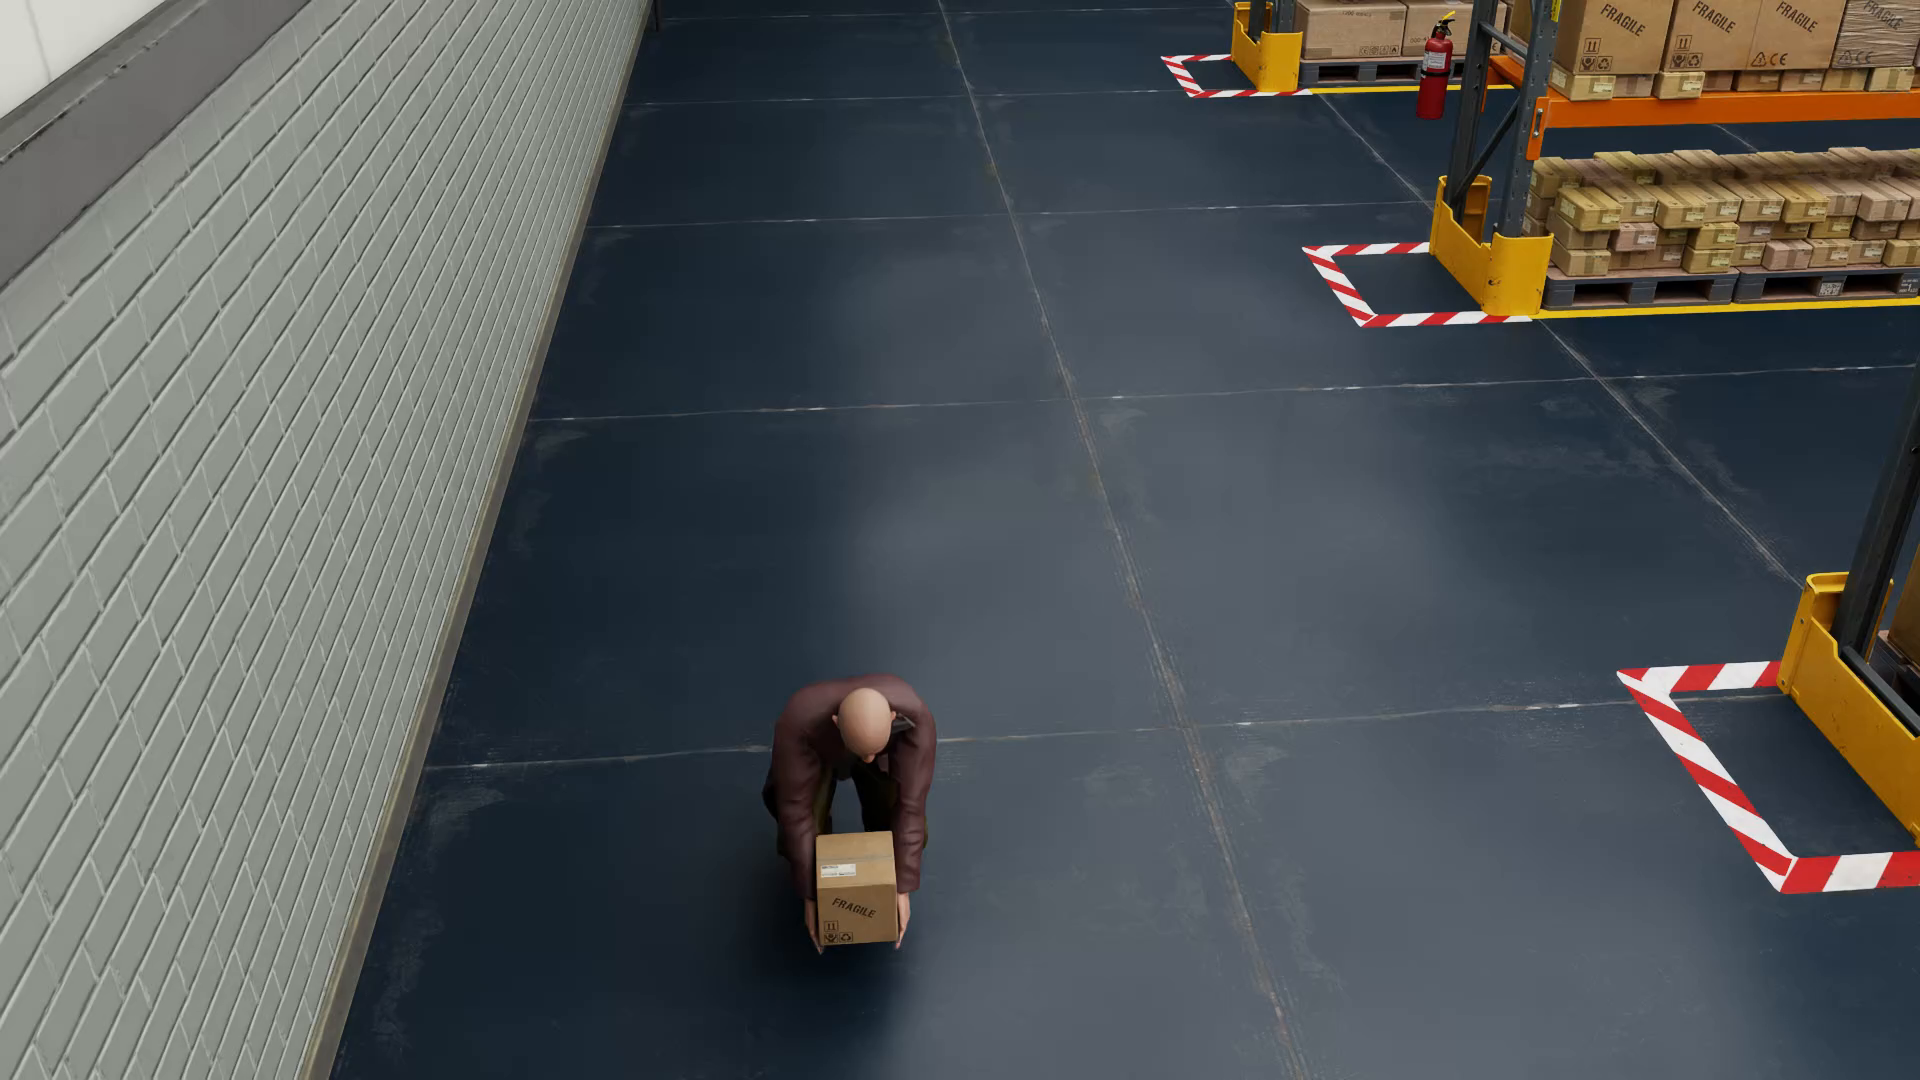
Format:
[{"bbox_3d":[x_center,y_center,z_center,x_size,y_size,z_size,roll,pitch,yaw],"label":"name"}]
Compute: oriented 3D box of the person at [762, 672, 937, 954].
[{"bbox_3d":[-0.374,0.799,5.572,0.590,0.999,0.913,-3,31,-5],"label":"person"}]
